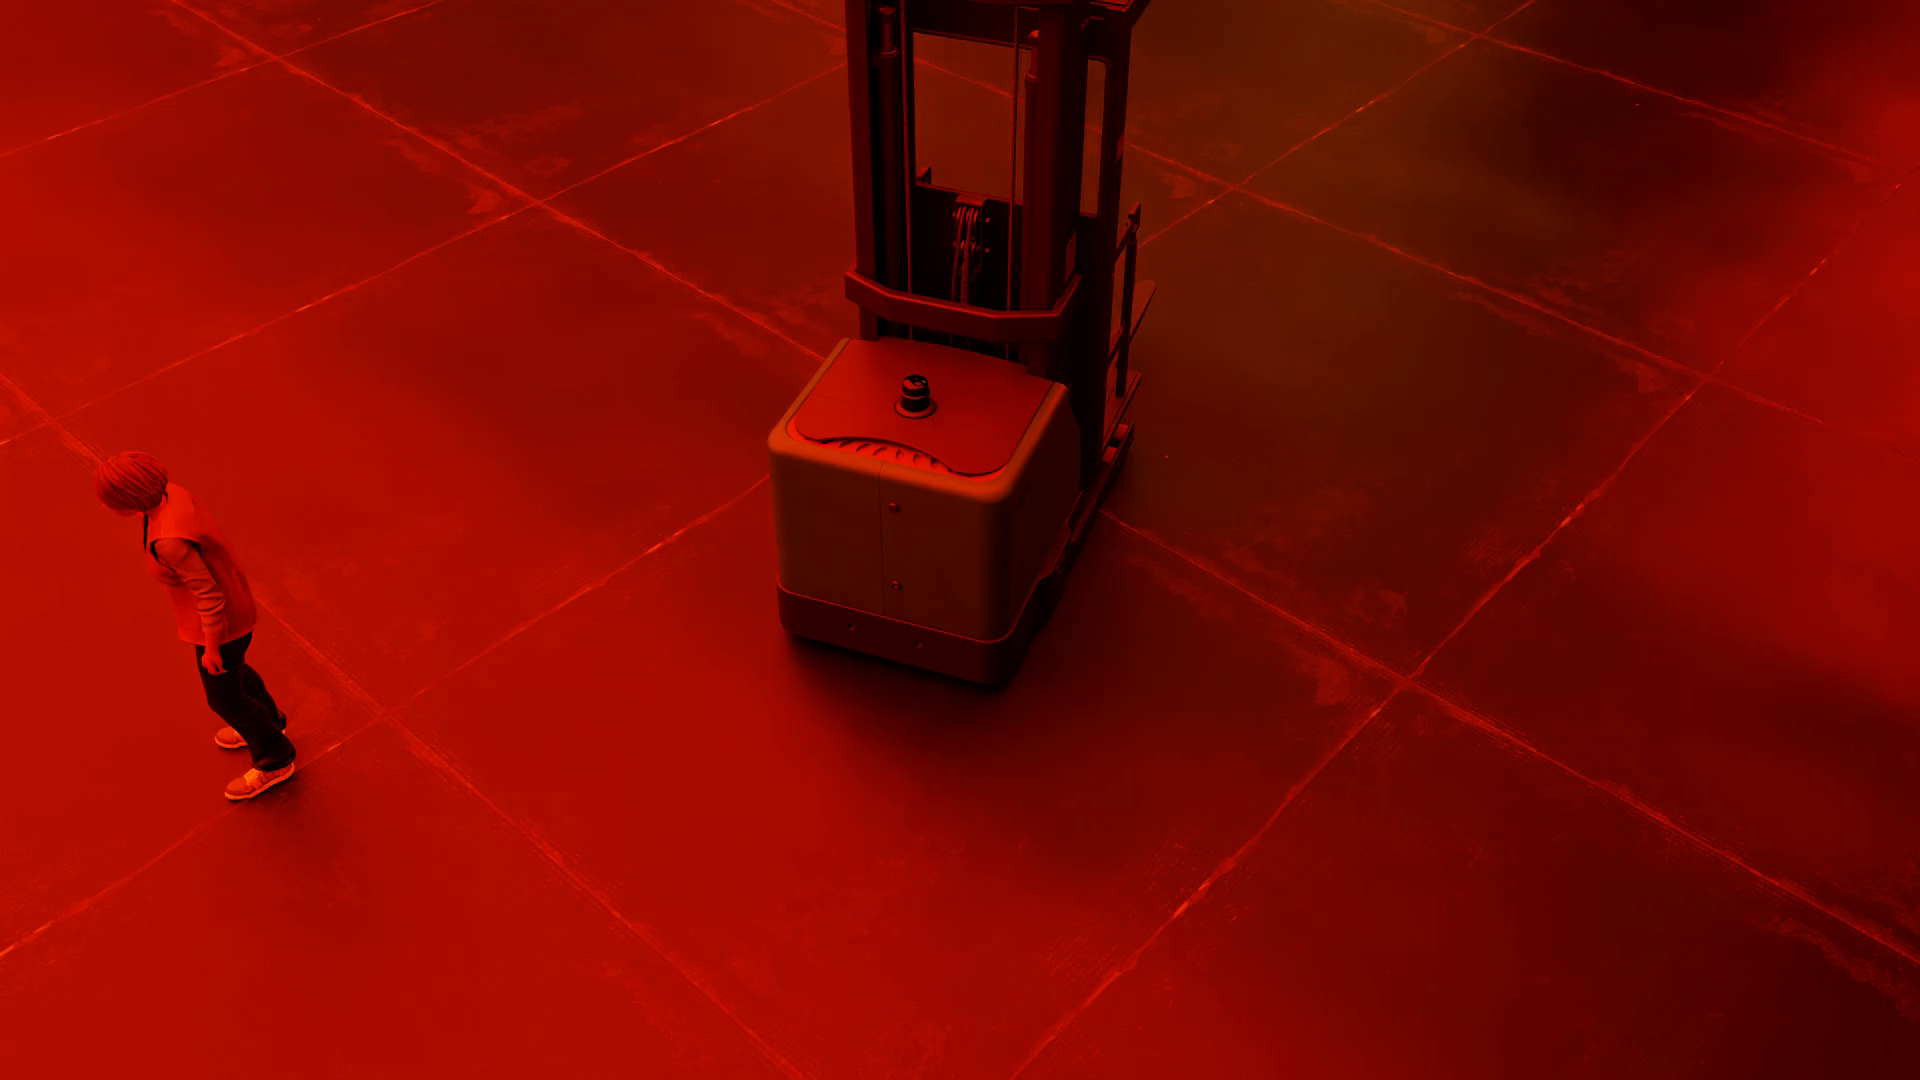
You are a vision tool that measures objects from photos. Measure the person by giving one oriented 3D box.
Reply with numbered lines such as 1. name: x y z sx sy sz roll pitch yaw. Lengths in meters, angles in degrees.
1. person: -2.765 0.292 6.117 0.345 1.591 0.476 -19 44 -21

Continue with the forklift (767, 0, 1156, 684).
1. forklift: 0.211 -1.484 7.158 1.130 2.935 3.031 14 42 15
